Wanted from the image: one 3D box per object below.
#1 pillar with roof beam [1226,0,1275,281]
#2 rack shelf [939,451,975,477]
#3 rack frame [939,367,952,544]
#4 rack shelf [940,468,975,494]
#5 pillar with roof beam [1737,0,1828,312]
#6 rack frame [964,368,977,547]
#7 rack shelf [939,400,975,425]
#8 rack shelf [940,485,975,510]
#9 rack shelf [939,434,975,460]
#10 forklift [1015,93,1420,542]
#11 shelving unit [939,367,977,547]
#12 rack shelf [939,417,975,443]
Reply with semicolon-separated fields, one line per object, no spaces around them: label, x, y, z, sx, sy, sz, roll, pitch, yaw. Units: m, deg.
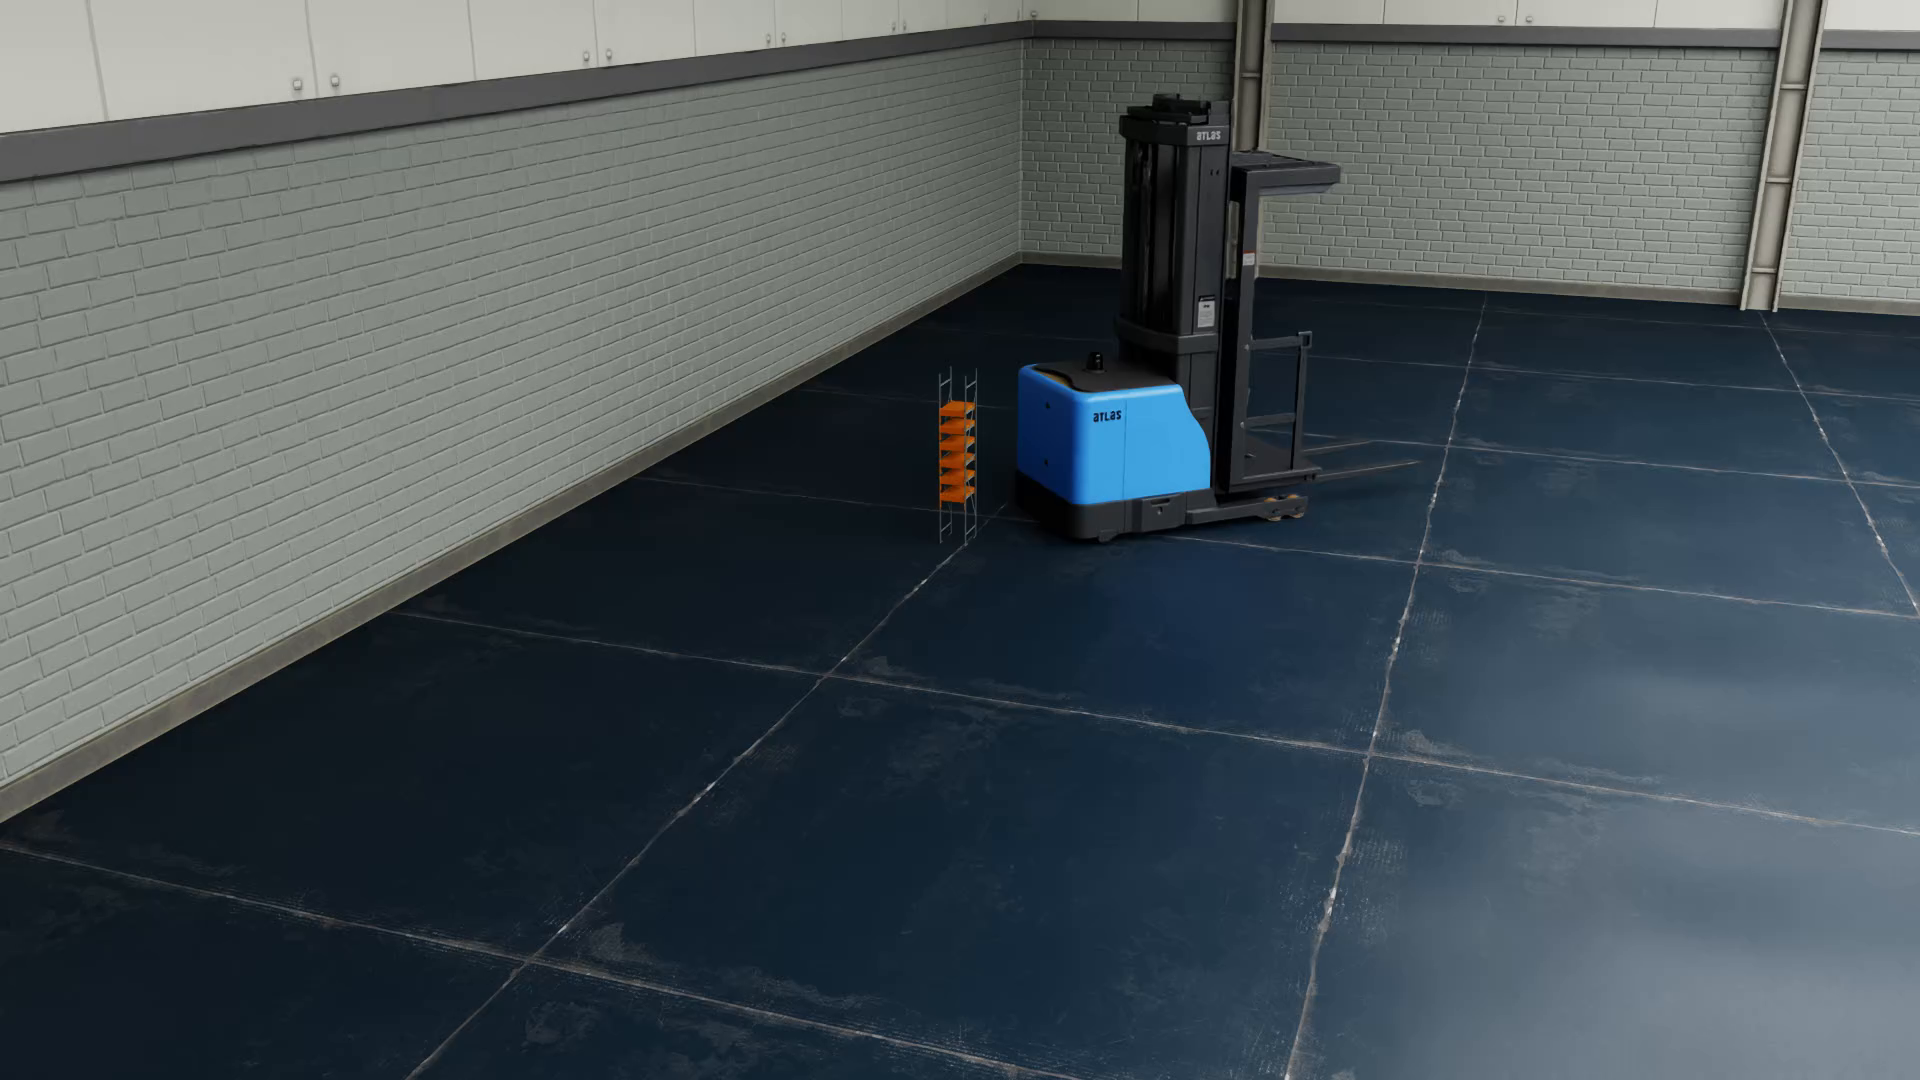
pillar with roof beam;2.162;-6.244;15.819;0.400;9.000;9.100;7;20;18
rack shelf;-0.014;-0.526;11.398;0.180;0.103;0.258;7;20;18
rack frame;-0.100;-0.578;11.412;0.006;1.200;0.240;7;20;18
rack shelf;-0.014;-0.413;11.437;0.180;0.103;0.258;7;20;18
pillar with roof beam;7.830;-5.596;13.959;0.400;9.000;9.100;7;20;18
rack frame;0.073;-0.558;11.355;0.006;1.200;0.240;7;20;18
rack shelf;-0.014;-0.866;11.279;0.180;0.103;0.258;7;20;18
rack shelf;-0.014;-0.300;11.477;0.180;0.103;0.258;7;20;18
rack shelf;-0.014;-0.639;11.358;0.180;0.103;0.258;7;20;18
forklift;1.966;-1.668;11.909;3.031;2.935;1.130;-8;21;-22
shelving unit;-0.014;-0.568;11.383;0.189;1.200;0.258;7;20;18
rack shelf;-0.014;-0.753;11.319;0.180;0.103;0.258;7;20;18
